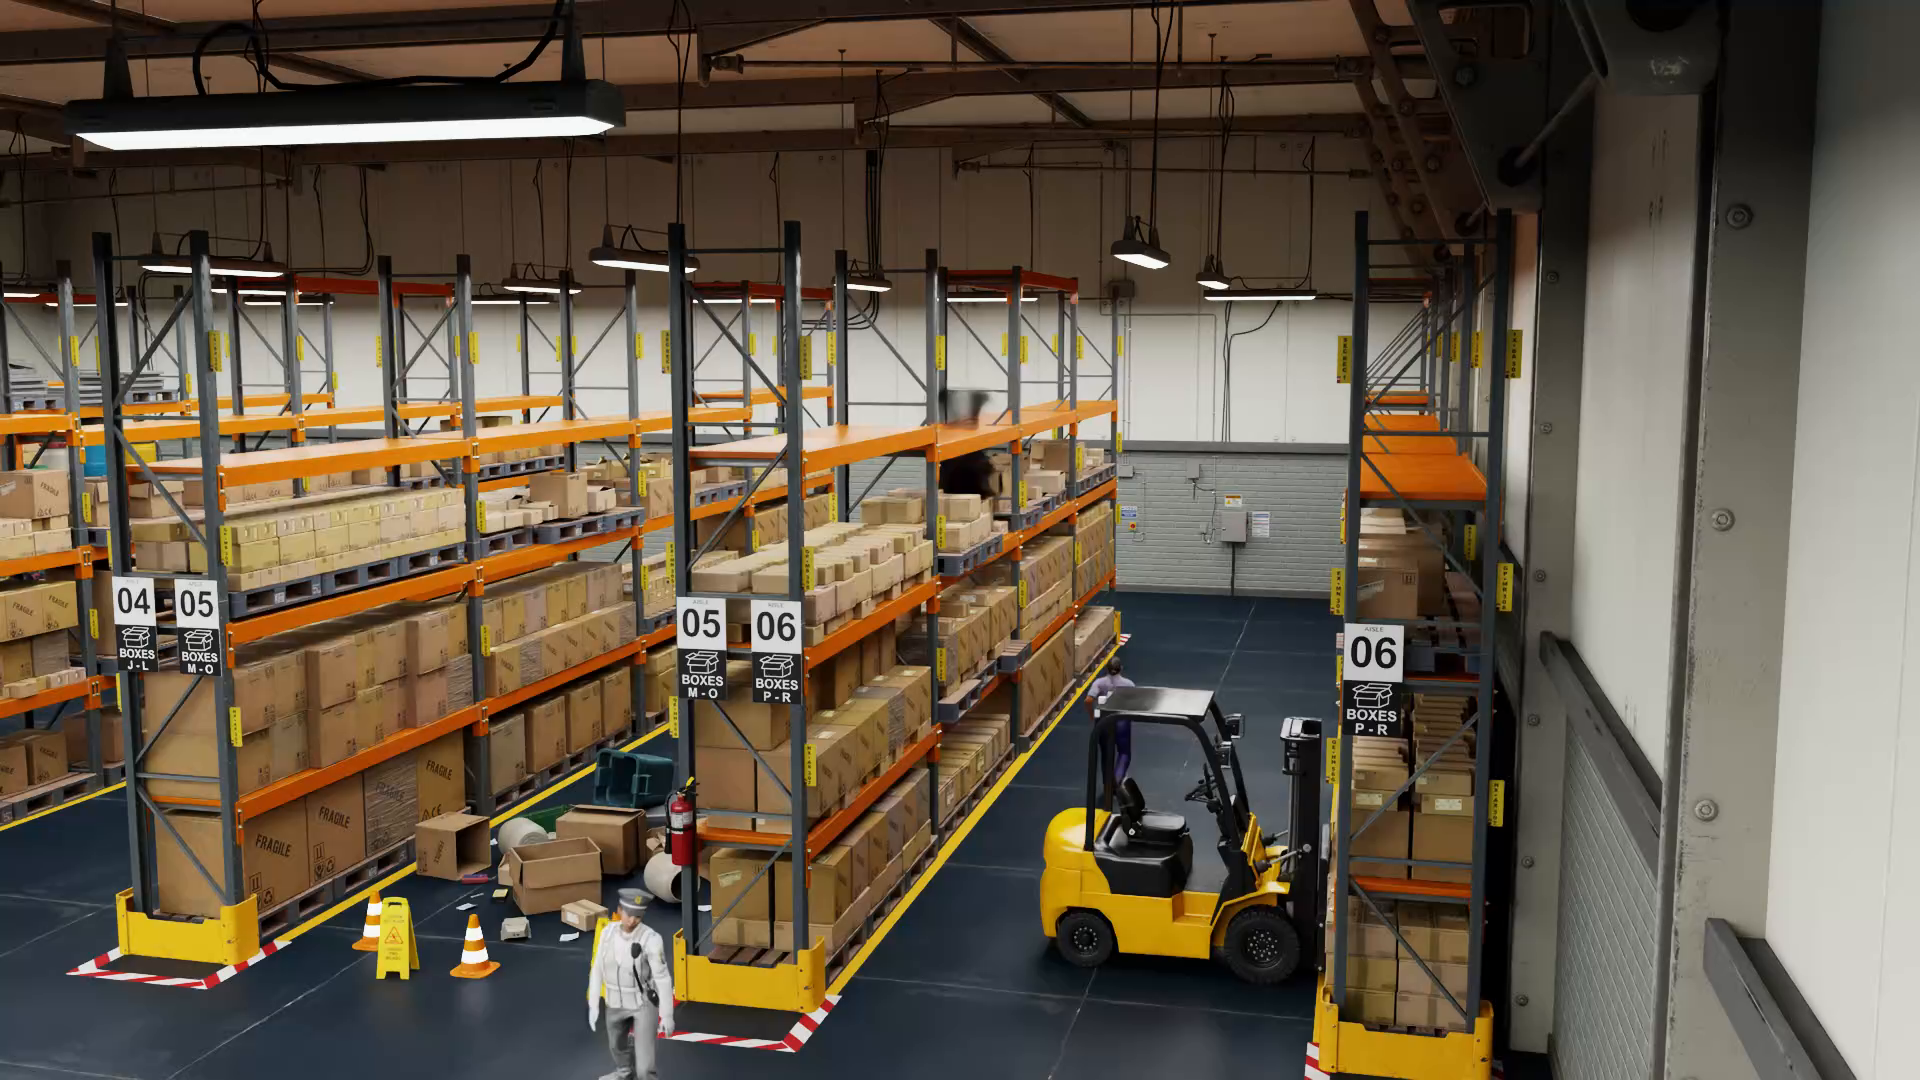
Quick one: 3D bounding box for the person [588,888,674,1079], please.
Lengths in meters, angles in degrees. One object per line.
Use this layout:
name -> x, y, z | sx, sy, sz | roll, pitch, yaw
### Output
person -> -2.198, 3.033, 11.060 | 0.766, 1.605, 0.689 | 3, 7, 20

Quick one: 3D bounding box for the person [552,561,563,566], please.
person -> -6.125, 1.214, 25.292 | 0.691, 1.789, 0.722 | 1, 7, 6

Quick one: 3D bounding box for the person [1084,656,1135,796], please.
person -> 1.716, 2.091, 18.633 | 0.613, 1.611, 0.861 | 1, 7, 11
